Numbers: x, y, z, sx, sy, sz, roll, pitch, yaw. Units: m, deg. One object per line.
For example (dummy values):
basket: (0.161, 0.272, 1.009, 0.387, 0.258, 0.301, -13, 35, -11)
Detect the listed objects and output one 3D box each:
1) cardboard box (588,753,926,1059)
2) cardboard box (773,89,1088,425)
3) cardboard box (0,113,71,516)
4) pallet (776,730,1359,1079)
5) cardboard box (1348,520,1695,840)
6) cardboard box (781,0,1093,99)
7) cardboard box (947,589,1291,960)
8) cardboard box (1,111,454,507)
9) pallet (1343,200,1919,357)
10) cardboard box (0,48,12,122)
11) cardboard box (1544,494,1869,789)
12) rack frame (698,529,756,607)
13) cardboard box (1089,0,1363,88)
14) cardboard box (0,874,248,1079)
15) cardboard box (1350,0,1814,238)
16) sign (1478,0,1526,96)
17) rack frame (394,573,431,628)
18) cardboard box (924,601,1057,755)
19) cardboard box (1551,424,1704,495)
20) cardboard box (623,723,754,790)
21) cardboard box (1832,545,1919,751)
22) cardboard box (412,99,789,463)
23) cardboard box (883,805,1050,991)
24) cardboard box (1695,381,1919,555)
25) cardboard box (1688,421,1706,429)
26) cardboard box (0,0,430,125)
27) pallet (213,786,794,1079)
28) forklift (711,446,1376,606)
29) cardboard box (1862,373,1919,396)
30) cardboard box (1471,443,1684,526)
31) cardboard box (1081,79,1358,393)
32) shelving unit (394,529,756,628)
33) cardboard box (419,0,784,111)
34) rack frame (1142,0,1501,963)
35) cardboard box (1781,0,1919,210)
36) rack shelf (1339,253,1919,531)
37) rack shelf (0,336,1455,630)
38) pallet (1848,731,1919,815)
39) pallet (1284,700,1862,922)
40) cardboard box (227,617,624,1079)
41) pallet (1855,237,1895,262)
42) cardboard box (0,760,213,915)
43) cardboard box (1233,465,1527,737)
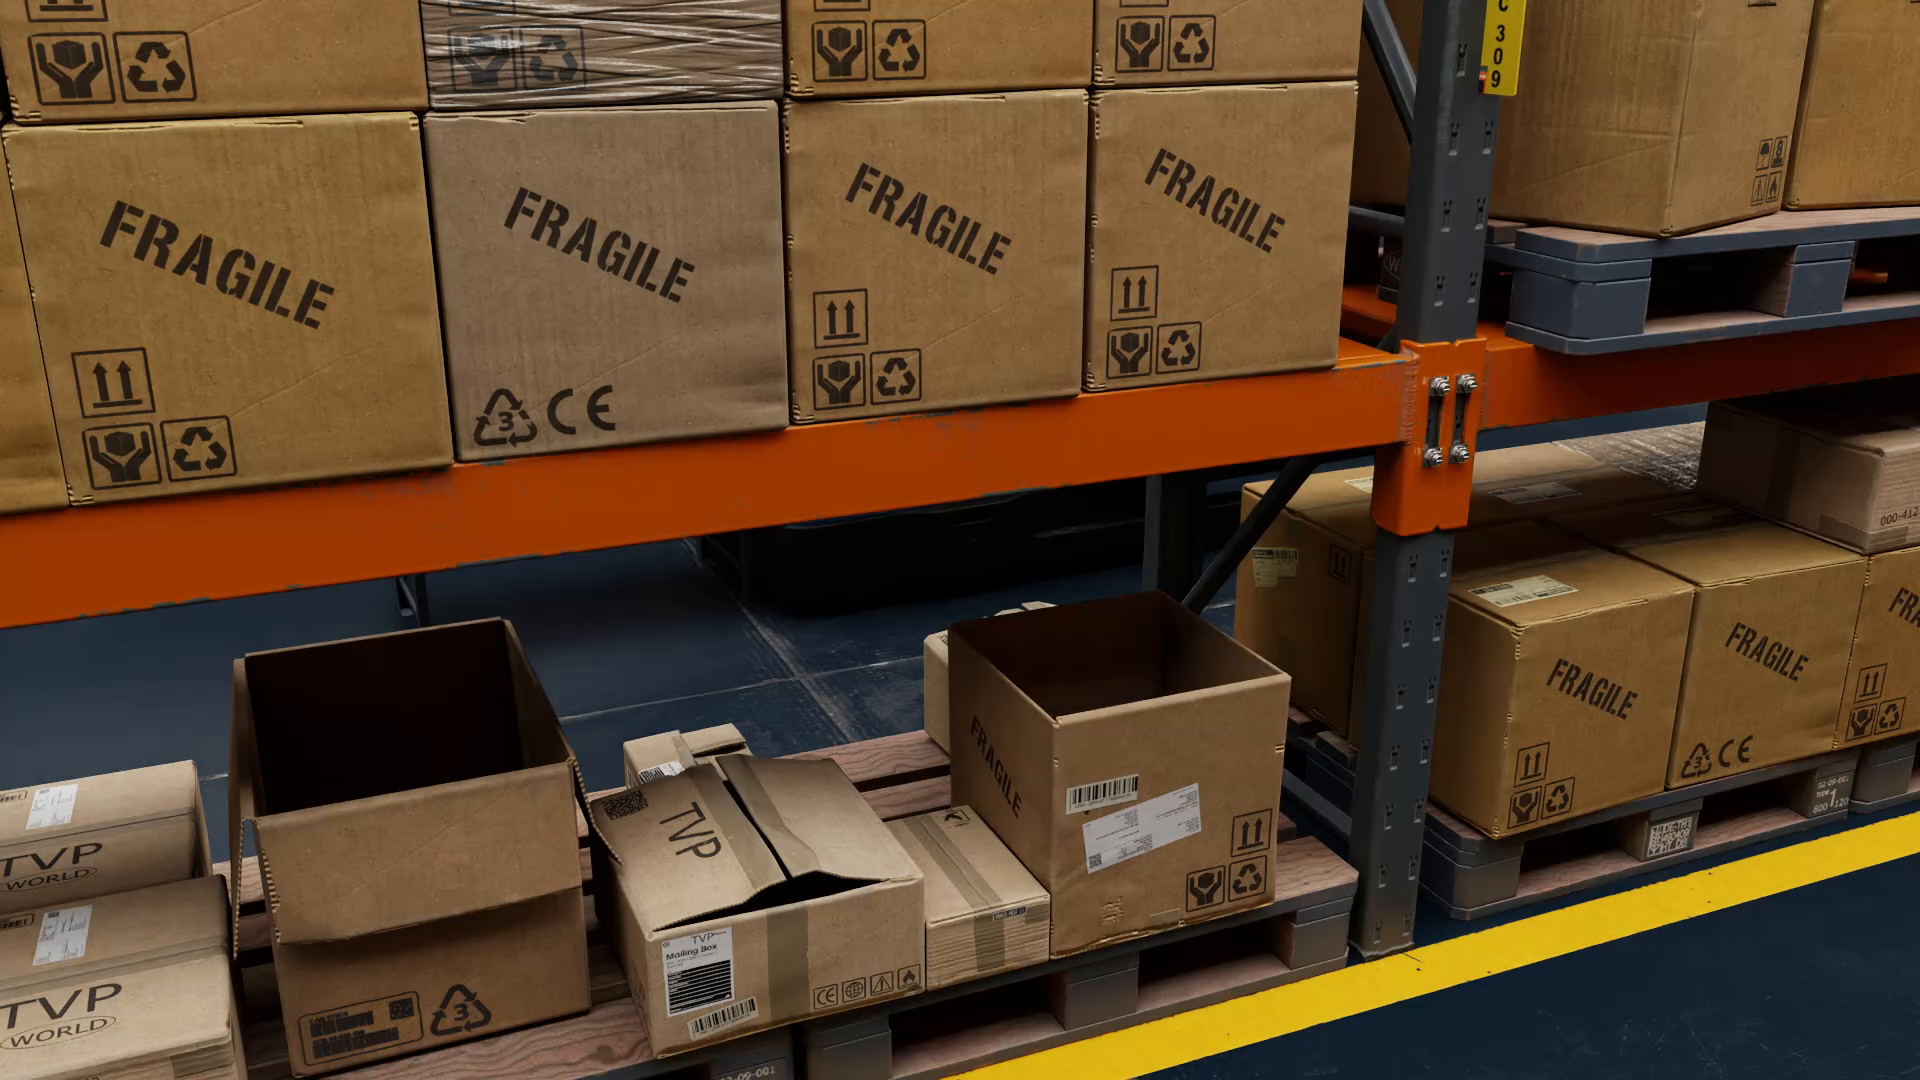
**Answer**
cardboard box: (-0.388, 0.635, 3.090, 0.500, 0.311, 0.500, -8, 21, -22)
cardboard box: (-0.119, -0.521, 2.835, 0.500, 0.500, 0.500, -8, 21, -20)
cardboard box: (-1.516, -0.320, 2.264, 0.500, 0.500, 0.500, -8, 21, -22)
pallet: (0.080, 0.719, 3.662, 1.213, 0.211, 1.003, -8, 21, -22)
cardboard box: (1.252, 0.296, 3.767, 0.500, 0.500, 0.500, -9, 21, -24)
cardboard box: (-0.120, -0.991, 2.665, 0.500, 0.500, 0.500, -9, 21, -23)
cardboard box: (0.300, 0.447, 3.338, 0.500, 0.500, 0.500, -8, 21, -22)
cardboard box: (-1.057, -0.385, 2.449, 0.500, 0.500, 0.500, -8, 21, -21)
pallet: (1.488, -0.668, 3.691, 1.213, 0.211, 1.003, -8, 21, -22)
cardboard box: (-1.512, -0.792, 2.100, 0.500, 0.500, 0.500, -8, 21, -21)
cardboard box: (1.737, 0.222, 3.975, 0.500, 0.500, 0.500, -8, 21, -21)
rack frame: (-0.790, -0.566, 5.372, 0.032, 1.500, 0.500, -9, 21, -25)
cardboard box: (0.349, -1.060, 2.859, 0.500, 0.500, 0.500, -8, 21, -22)
cardboard box: (-1.432, 0.813, 2.675, 0.500, 0.250, 0.500, -8, 21, -22)
cardboard box: (1.235, -0.926, 3.352, 0.500, 0.500, 0.700, -17, 26, -40)
sign: (0.933, -0.930, 2.844, 0.005, 0.325, 0.100, -8, 21, -22)
rack frame: (-1.701, -0.417, 4.947, 0.032, 1.500, 0.500, -9, 21, -25)
cardboard box: (0.240, 0.364, 3.859, 0.500, 0.311, 0.500, -8, 21, -22)
cardboard box: (1.969, 0.005, 4.594, 0.500, 0.500, 0.500, -8, 21, -21)
cardboard box: (-0.550, 0.549, 3.551, 0.250, 0.166, 0.380, -8, 21, -22)
cardboard box: (2.199, 0.159, 4.156, 0.500, 0.500, 0.500, -8, 21, -21)
cardboard box: (-0.590, -0.453, 2.641, 0.500, 0.500, 0.500, -8, 21, -21)
cardboard box: (-0.020, 0.680, 3.205, 0.250, 0.149, 0.380, -8, 21, -22)
cardboard box: (2.170, -0.189, 4.016, 0.500, 0.250, 0.500, -8, 21, -22)
cardboard box: (2.435, -0.063, 4.786, 0.500, 0.500, 0.500, -9, 21, -24)
cardboard box: (-1.045, -0.859, 2.290, 0.500, 0.500, 0.500, -8, 21, -22)
pallet: (-1.042, 0.881, 3.203, 1.213, 0.211, 1.003, -8, 21, -22)
forklift: (0.567, -1.498, 5.862, 3.031, 2.935, 1.130, -10, 22, -26)
cardboard box: (2.630, -0.256, 4.204, 0.500, 0.250, 0.500, -9, 21, -23)
cardboard box: (1.508, 0.070, 4.407, 0.500, 0.500, 0.500, -8, 21, -22)
cardboard box: (0.354, -0.589, 3.029, 0.500, 0.500, 0.500, -8, 21, -21)
shelving unit: (-1.245, -0.492, 5.160, 1.048, 1.500, 0.538, -9, 21, -25)
cardboard box: (-0.583, -0.925, 2.477, 0.500, 0.500, 0.500, -8, 21, -21)
rack frame: (0.711, -0.686, 3.455, 0.127, 3.000, 1.000, -8, 21, -22)
cardboard box: (1.841, -1.035, 3.664, 0.500, 0.500, 0.700, -5, 20, -13)
rack shelf: (2.547, -0.610, 4.322, 4.000, 0.370, 1.077, -8, 21, -22)
rack shelf: (-1.125, -0.084, 2.827, 4.000, 0.370, 1.077, -8, 21, -22)
pallet: (2.565, 0.349, 4.714, 1.213, 0.211, 1.003, -8, 21, -22)
pallet: (1.443, 0.510, 4.255, 1.213, 0.211, 1.003, -8, 21, -22)
cardboard box: (-1.012, 0.532, 3.090, 0.637, 0.503, 0.797, -8, 21, -22)
pallet: (2.600, -0.865, 4.251, 1.213, 0.211, 1.003, -8, 21, -22)
cardboard box: (-1.676, 0.667, 3.089, 0.500, 0.250, 0.500, -8, 21, -22)
cardboard box: (1.051, 0.133, 4.229, 0.500, 0.500, 0.500, -8, 21, -22)
